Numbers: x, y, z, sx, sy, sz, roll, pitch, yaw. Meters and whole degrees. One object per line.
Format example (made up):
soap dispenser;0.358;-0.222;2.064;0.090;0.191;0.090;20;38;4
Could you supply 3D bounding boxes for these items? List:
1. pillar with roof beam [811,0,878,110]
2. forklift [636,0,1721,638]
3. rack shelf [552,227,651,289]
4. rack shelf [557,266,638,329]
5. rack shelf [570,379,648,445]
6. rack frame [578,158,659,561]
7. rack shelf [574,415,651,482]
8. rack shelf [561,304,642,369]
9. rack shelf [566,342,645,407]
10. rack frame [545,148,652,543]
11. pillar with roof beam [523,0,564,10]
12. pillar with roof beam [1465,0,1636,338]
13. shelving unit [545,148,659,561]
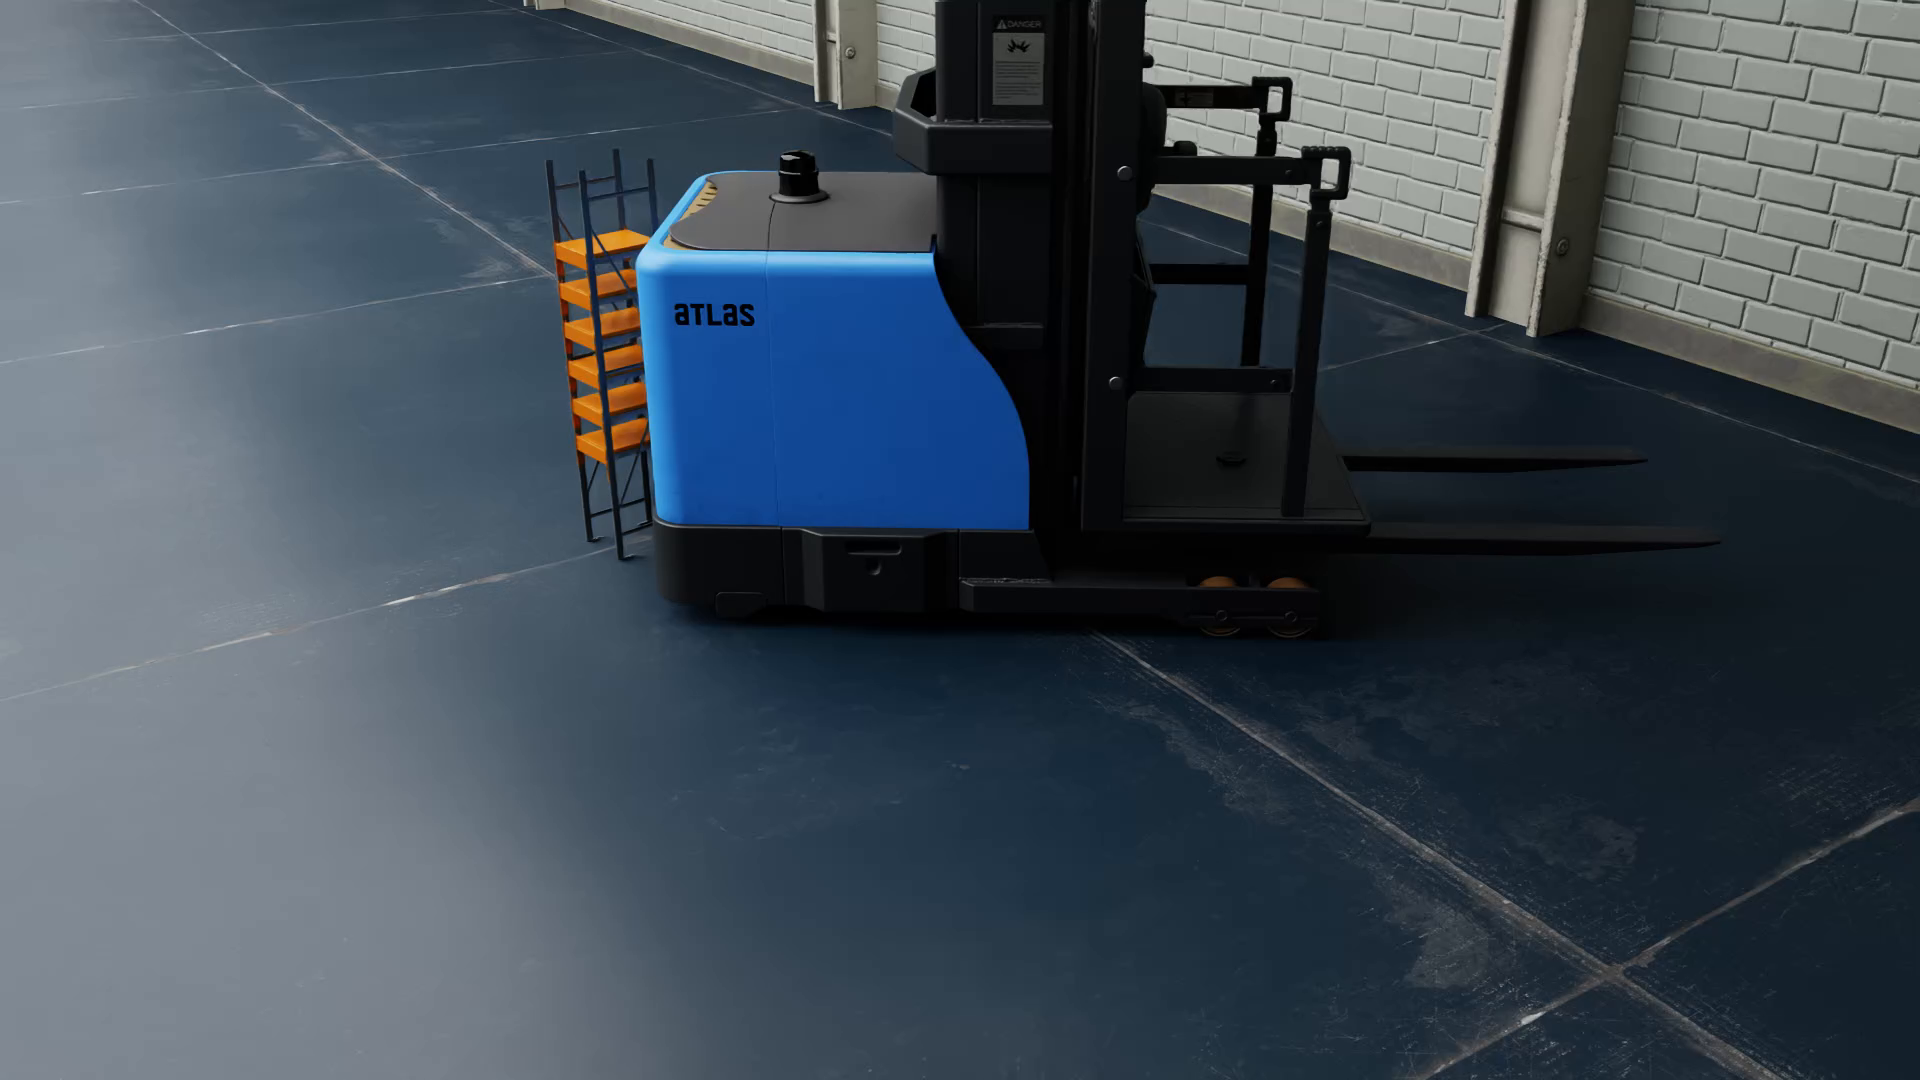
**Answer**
pillar with roof beam;-4.413;-6.178;7.796;9.100;9.000;0.400;-16;29;-30
forklift;0.660;-1.283;4.534;3.031;2.935;1.130;1;25;2
rack shelf;-1.026;-0.826;4.854;0.258;0.103;0.180;-21;32;-37
rack shelf;-1.026;-0.718;4.905;0.258;0.103;0.180;-21;32;-37
rack shelf;-1.024;-0.392;5.058;0.258;0.103;0.180;-21;32;-37
rack frame;-0.964;-0.512;4.927;0.240;1.200;0.006;-21;32;-37
rack shelf;-1.024;-0.283;5.110;0.258;0.103;0.180;-21;32;-37
rack shelf;-1.025;-0.609;4.956;0.258;0.103;0.180;-21;32;-37
rack shelf;-1.025;-0.501;5.007;0.258;0.103;0.180;-21;32;-37
rack frame;-1.086;-0.570;5.050;0.240;1.200;0.006;-21;32;-37
pillar with roof beam;-7.689;-8.324;12.342;9.100;9.000;0.400;-16;29;-30
pillar with roof beam;-1.138;-4.032;3.250;9.100;9.000;0.400;-16;29;-30
shelving unit;-1.025;-0.541;4.988;0.258;1.200;0.189;-21;32;-37
